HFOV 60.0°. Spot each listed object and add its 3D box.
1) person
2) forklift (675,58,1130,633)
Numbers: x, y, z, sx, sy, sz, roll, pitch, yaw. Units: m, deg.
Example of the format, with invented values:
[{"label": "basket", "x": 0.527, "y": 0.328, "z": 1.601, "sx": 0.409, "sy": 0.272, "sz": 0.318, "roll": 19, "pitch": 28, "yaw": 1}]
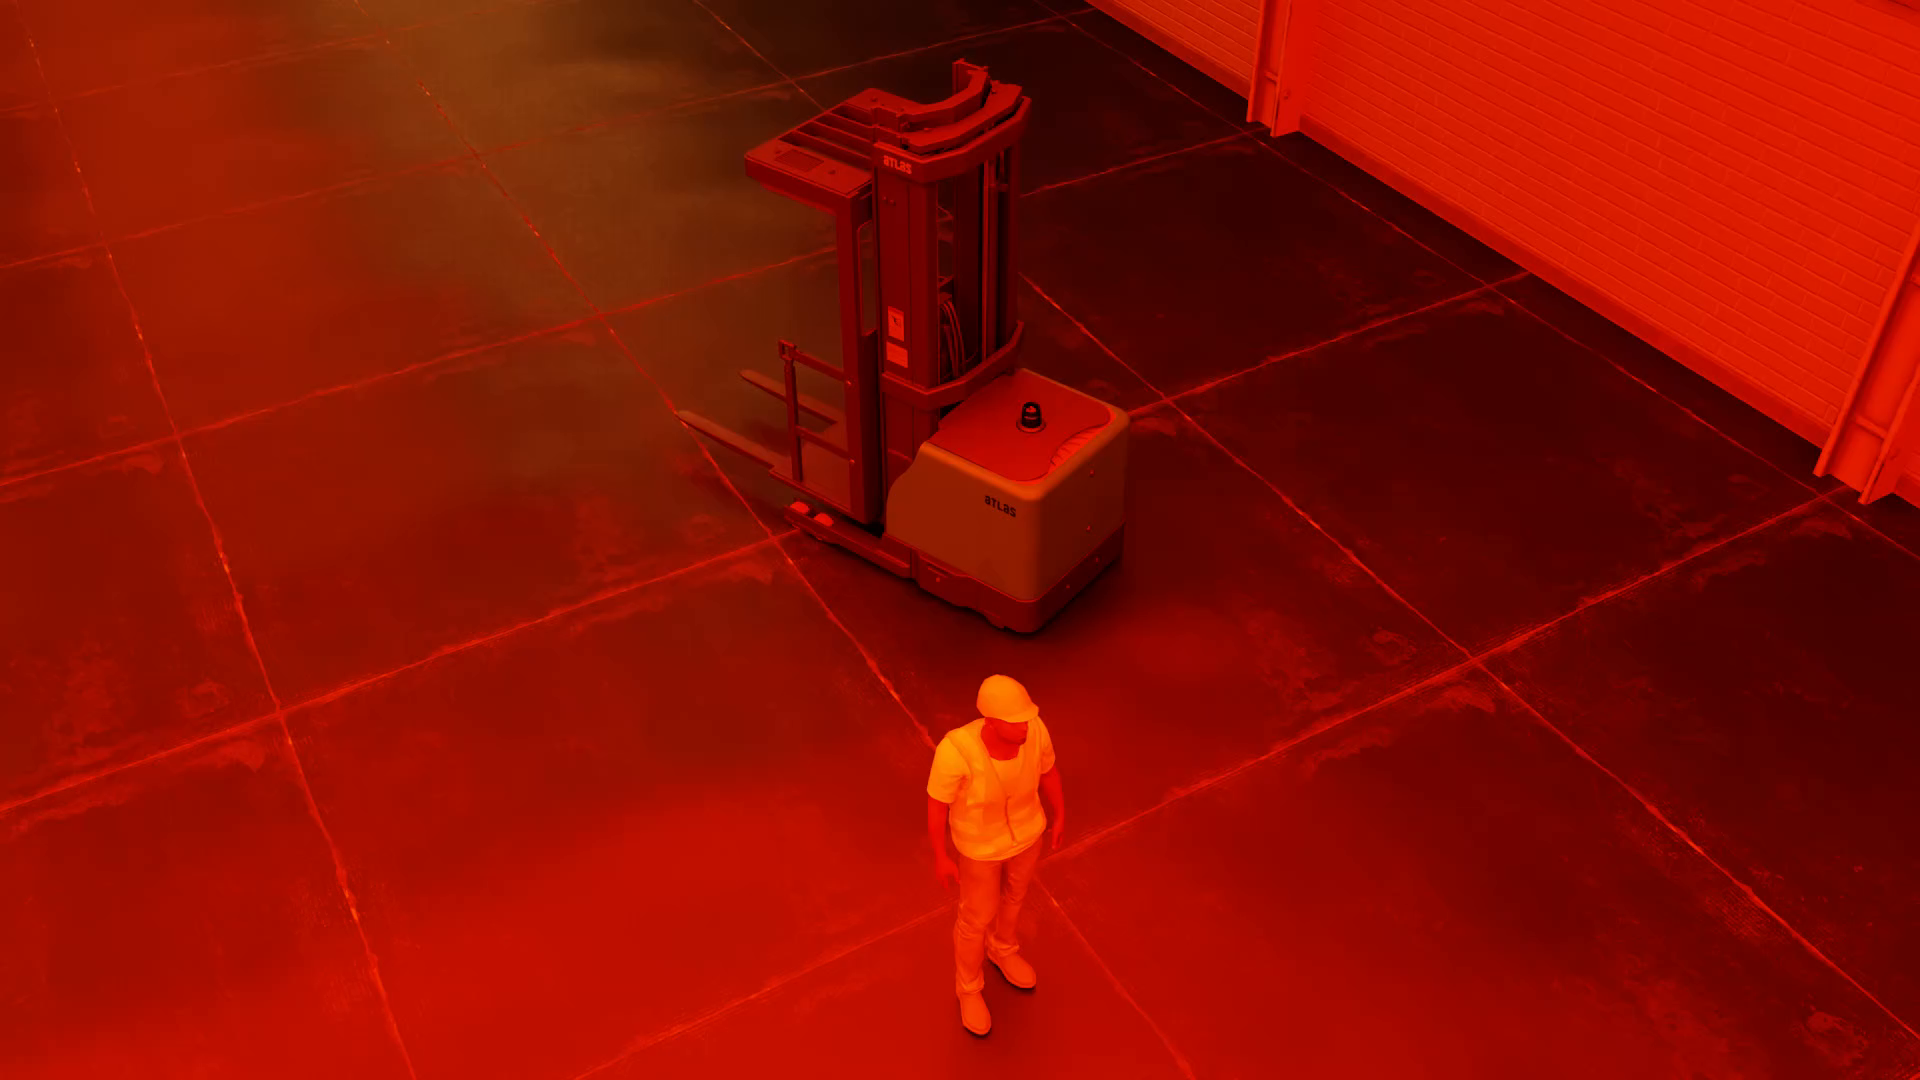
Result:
[{"label": "person", "x": 0.204, "y": 1.348, "z": 7.312, "sx": 0.665, "sy": 1.765, "sz": 0.577, "roll": -19, "pitch": 43, "yaw": -22}, {"label": "forklift", "x": -0.481, "y": -1.366, "z": 9.683, "sx": 3.031, "sy": 2.935, "sz": 1.130, "roll": 26, "pitch": 46, "yaw": 28}]
